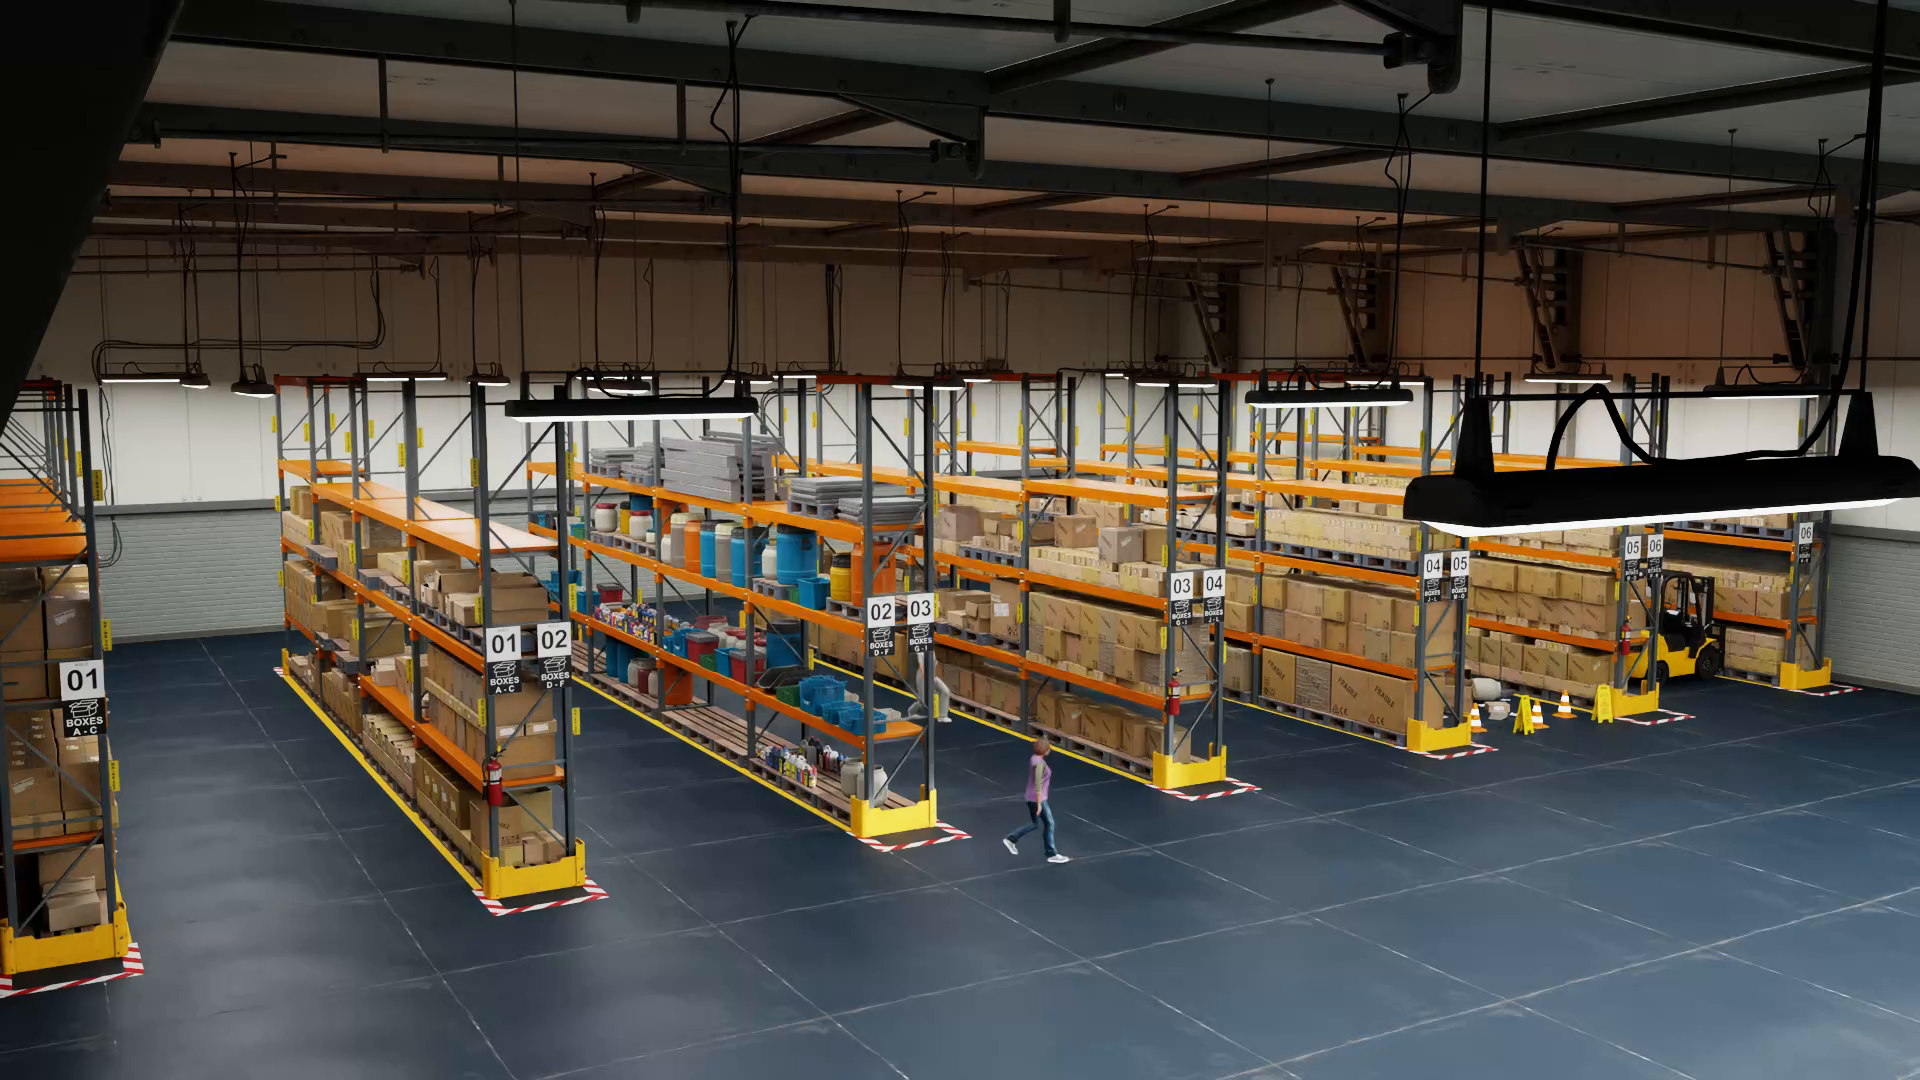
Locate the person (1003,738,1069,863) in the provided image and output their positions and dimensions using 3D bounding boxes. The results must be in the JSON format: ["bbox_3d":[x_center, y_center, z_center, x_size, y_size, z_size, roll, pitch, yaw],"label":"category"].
[{"bbox_3d":[0.945,3.268,20.919,0.812,1.546,0.447,-1,6,-7],"label":"person"}]

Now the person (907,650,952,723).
[{"bbox_3d":[-0.501,2.278,27.731,0.450,1.511,1.018,-6,9,-44],"label":"person"}]
